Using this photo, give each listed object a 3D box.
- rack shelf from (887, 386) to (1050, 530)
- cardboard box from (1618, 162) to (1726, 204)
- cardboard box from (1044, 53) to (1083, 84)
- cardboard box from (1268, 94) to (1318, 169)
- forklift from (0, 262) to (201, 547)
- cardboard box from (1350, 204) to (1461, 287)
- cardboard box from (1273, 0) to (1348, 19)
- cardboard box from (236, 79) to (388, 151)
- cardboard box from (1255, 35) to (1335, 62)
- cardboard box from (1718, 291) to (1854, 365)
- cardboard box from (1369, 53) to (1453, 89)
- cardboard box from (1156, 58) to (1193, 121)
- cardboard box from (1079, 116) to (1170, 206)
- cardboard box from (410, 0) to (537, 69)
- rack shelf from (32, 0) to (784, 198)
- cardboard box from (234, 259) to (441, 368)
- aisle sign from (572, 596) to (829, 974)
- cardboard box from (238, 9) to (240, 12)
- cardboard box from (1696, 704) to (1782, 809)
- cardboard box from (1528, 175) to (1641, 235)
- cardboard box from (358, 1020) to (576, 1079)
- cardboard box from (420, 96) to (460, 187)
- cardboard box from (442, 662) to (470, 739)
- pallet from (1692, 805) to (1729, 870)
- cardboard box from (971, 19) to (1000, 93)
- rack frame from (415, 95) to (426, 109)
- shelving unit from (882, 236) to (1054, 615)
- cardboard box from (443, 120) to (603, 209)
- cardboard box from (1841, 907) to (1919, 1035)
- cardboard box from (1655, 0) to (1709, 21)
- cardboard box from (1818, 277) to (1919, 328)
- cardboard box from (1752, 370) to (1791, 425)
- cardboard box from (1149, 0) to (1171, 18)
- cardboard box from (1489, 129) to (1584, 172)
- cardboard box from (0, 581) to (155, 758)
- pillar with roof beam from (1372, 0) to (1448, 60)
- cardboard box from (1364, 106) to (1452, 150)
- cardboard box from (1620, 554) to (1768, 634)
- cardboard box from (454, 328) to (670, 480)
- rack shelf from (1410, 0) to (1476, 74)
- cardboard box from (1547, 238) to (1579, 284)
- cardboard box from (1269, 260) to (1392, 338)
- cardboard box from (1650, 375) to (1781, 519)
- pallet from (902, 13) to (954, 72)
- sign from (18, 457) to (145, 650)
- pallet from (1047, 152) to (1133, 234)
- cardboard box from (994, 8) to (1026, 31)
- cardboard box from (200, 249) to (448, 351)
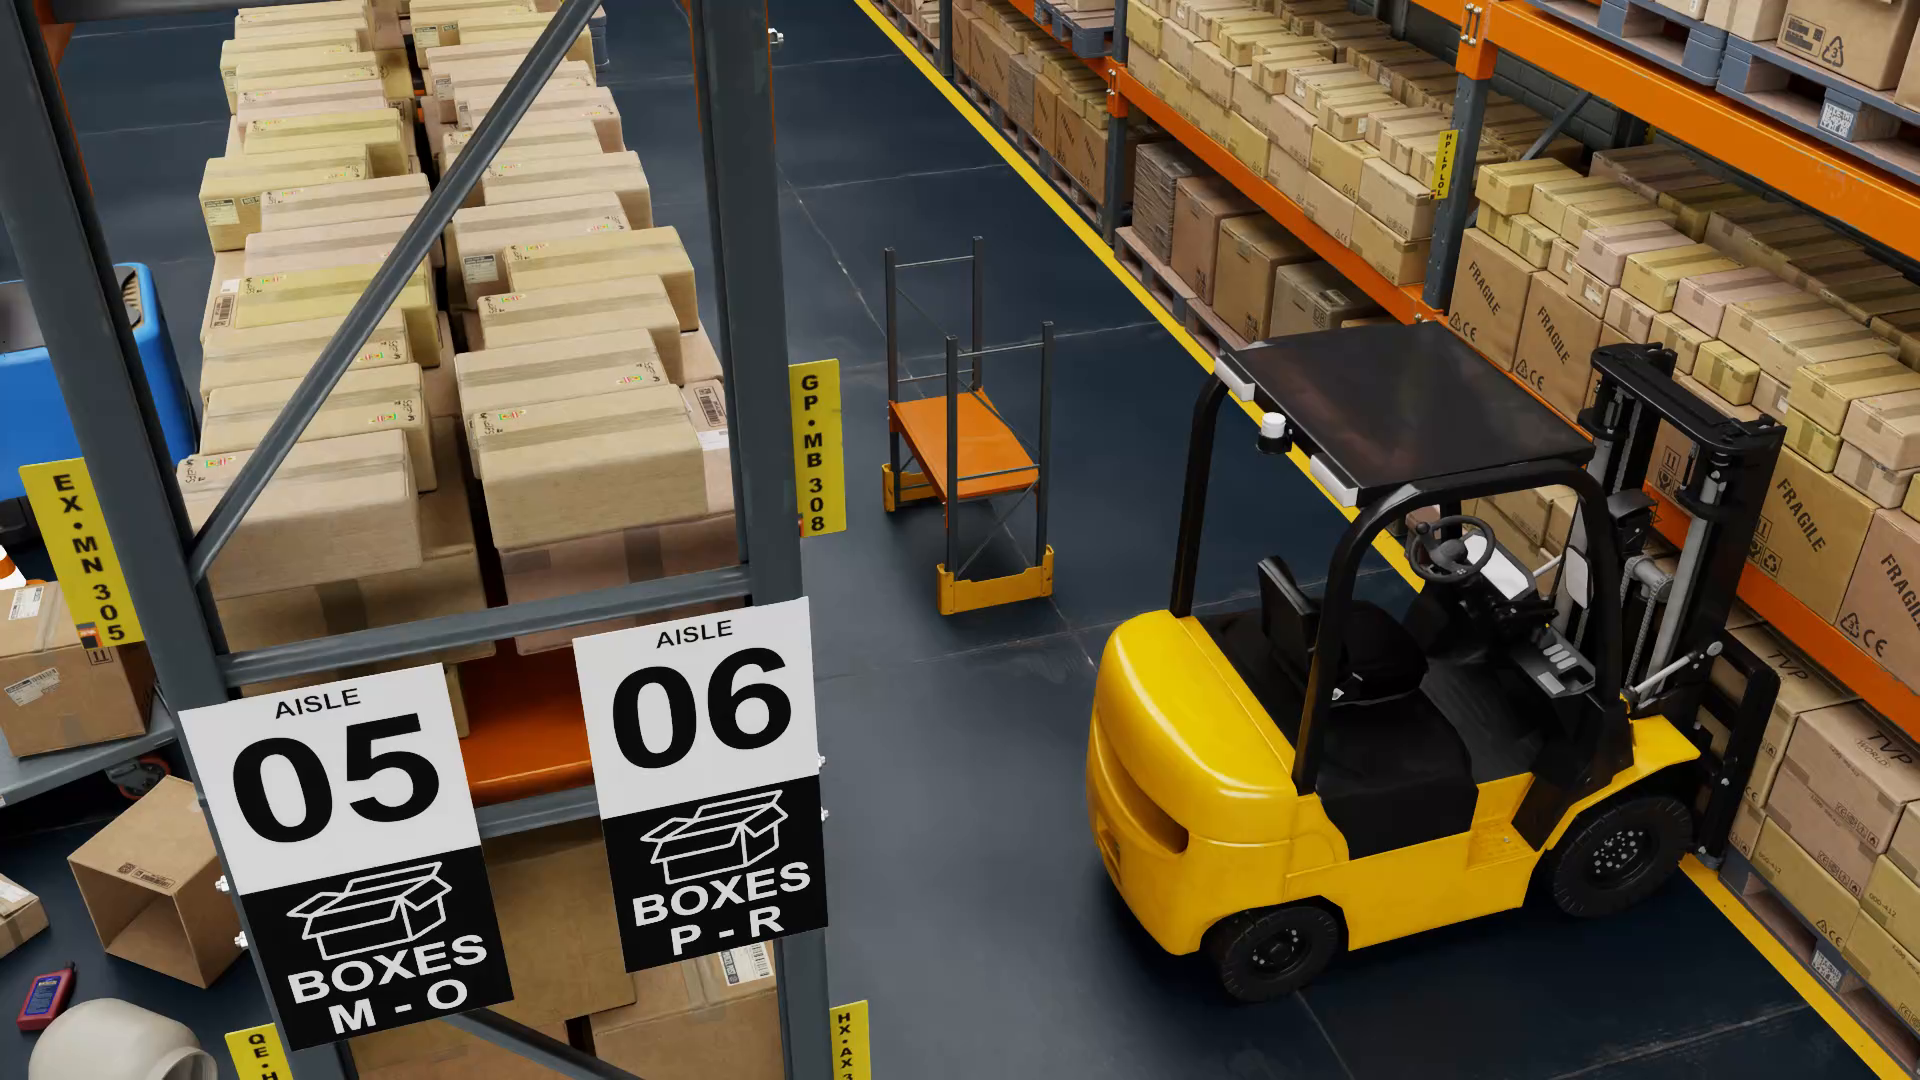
[{"bbox_3d":[0.026,-0.431,8.368,0.538,0.185,1.000,-10,35,-15],"label":"rack shelf"},{"bbox_3d":[3.169,-1.556,7.435,0.380,0.149,0.250,-11,35,-16],"label":"cardboard box"},{"bbox_3d":[0.870,-3.655,12.859,0.380,0.149,0.250,-11,35,-15],"label":"cardboard box"},{"bbox_3d":[2.040,-2.274,9.153,0.500,0.250,0.500,-9,35,-14],"label":"cardboard box"},{"bbox_3d":[-5.625,-1.286,8.037,3.031,2.935,1.130,-15,36,-21],"label":"forklift"},{"bbox_3d":[2.344,-1.533,8.485,0.500,0.250,0.500,-9,35,-14],"label":"cardboard box"},{"bbox_3d":[2.167,-3.269,10.296,0.380,0.149,0.250,-11,35,-16],"label":"cardboard box"},{"bbox_3d":[-1.744,-1.123,4.512,0.380,0.149,0.250,-11,35,-15],"label":"cardboard box"},{"bbox_3d":[1.919,-2.774,9.548,0.380,0.149,0.250,-10,35,-15],"label":"cardboard box"},{"bbox_3d":[3.123,-0.803,6.296,0.380,0.149,0.250,-10,35,-15],"label":"cardboard box"},{"bbox_3d":[2.506,-2.586,9.264,0.380,0.149,0.250,-10,35,-15],"label":"cardboard box"},{"bbox_3d":[1.578,-2.873,10.514,0.500,0.250,0.500,-11,35,-16],"label":"cardboard box"},{"bbox_3d":[1.193,-2.793,12.142,0.500,0.500,0.500,-9,35,-13],"label":"cardboard box"},{"bbox_3d":[-1.528,-1.612,5.253,0.380,0.149,0.250,-9,35,-14],"label":"cardboard box"},{"bbox_3d":[-1.369,-1.689,3.800,1.077,0.370,4.000,-10,35,-15],"label":"rack shelf"},{"bbox_3d":[-1.309,-0.460,3.509,0.380,0.149,0.250,-10,35,-14],"label":"cardboard box"},{"bbox_3d":[-0.445,0.458,2.978,0.394,0.787,0.004,-10,35,-15],"label":"aisle sign"},{"bbox_3d":[-2.194,-1.797,5.533,0.380,0.149,0.250,-11,35,-16],"label":"cardboard box"},{"bbox_3d":[3.201,0.753,6.549,0.500,0.250,0.500,-11,35,-16],"label":"cardboard box"},{"bbox_3d":[2.744,-1.475,7.312,0.380,0.149,0.250,-9,35,-14],"label":"cardboard box"},{"bbox_3d":[-1.187,1.158,3.917,0.500,0.500,0.500,-11,35,-16],"label":"cardboard box"},{"bbox_3d":[-1.291,-1.129,4.884,0.500,0.250,0.500,-11,35,-16],"label":"cardboard box"},{"bbox_3d":[-1.134,0.275,3.120,0.380,0.149,0.250,-10,35,-15],"label":"cardboard box"},{"bbox_3d":[3.326,0.855,7.265,1.003,0.211,1.213,-10,35,-15],"label":"pallet"},{"bbox_3d":[0.412,-4.138,14.177,0.500,0.500,0.500,-10,35,-15],"label":"cardboard box"},{"bbox_3d":[-1.979,-0.538,6.844,1.000,3.000,0.127,-10,35,-15],"label":"rack frame"},{"bbox_3d":[0.023,-0.586,8.276,0.587,1.500,1.083,-10,35,-15],"label":"shelving unit"},{"bbox_3d":[-1.107,-0.942,4.239,0.380,0.149,0.250,-9,35,-14],"label":"cardboard box"},{"bbox_3d":[3.523,1.504,5.867,0.500,0.250,0.500,-10,35,-14],"label":"cardboard box"},{"bbox_3d":[2.829,-2.048,6.164,0.380,0.149,0.250,-9,35,-13],"label":"cardboard box"},{"bbox_3d":[3.540,-0.878,6.410,0.380,0.149,0.250,-9,35,-13],"label":"cardboard box"},{"bbox_3d":[3.190,-0.538,6.164,0.380,0.149,0.250,-10,35,-15],"label":"cardboard box"},{"bbox_3d":[1.426,-3.430,10.542,0.380,0.149,0.250,-9,35,-14],"label":"cardboard box"},{"bbox_3d":[2.844,-1.908,8.237,0.380,0.149,0.250,-11,35,-16],"label":"cardboard box"},{"bbox_3d":[-3.665,0.504,6.847,0.500,0.500,0.500,-10,35,-15],"label":"cardboard box"},{"bbox_3d":[-1.317,-4.721,7.732,9.100,9.000,0.400,-10,35,-15],"label":"pillar with roof beam"},{"bbox_3d":[2.311,-2.099,8.526,0.380,0.149,0.250,-10,35,-15],"label":"cardboard box"},{"bbox_3d":[3.058,0.293,6.792,0.500,0.250,0.500,-11,35,-16],"label":"cardboard box"},{"bbox_3d":[-0.765,-0.268,3.218,0.380,0.149,0.250,-10,35,-15],"label":"cardboard box"},{"bbox_3d":[2.137,-3.376,9.070,1.077,0.370,4.000,-10,35,-15],"label":"rack shelf"},{"bbox_3d":[2.780,-1.208,7.178,0.380,0.149,0.250,-10,35,-15],"label":"cardboard box"},{"bbox_3d":[2.348,-1.240,9.679,0.875,0.625,0.625,-10,35,-15],"label":"cardboard box"},{"bbox_3d":[3.097,-0.336,6.446,0.500,0.500,0.500,-10,35,-14],"label":"cardboard box"},{"bbox_3d":[0.098,-4.772,15.781,1.003,0.211,1.213,-10,35,-15],"label":"pallet"},{"bbox_3d":[-1.293,0.024,2.469,0.100,0.325,0.005,-10,35,-15],"label":"sign"},{"bbox_3d":[1.335,-2.710,12.659,1.003,0.211,1.213,-10,35,-15],"label":"pallet"},{"bbox_3d":[0.507,-4.338,13.892,0.380,0.149,0.250,-11,35,-16],"label":"cardboard box"},{"bbox_3d":[-1.487,-0.510,3.947,0.500,0.250,0.500,-9,35,-13],"label":"cardboard box"}]
